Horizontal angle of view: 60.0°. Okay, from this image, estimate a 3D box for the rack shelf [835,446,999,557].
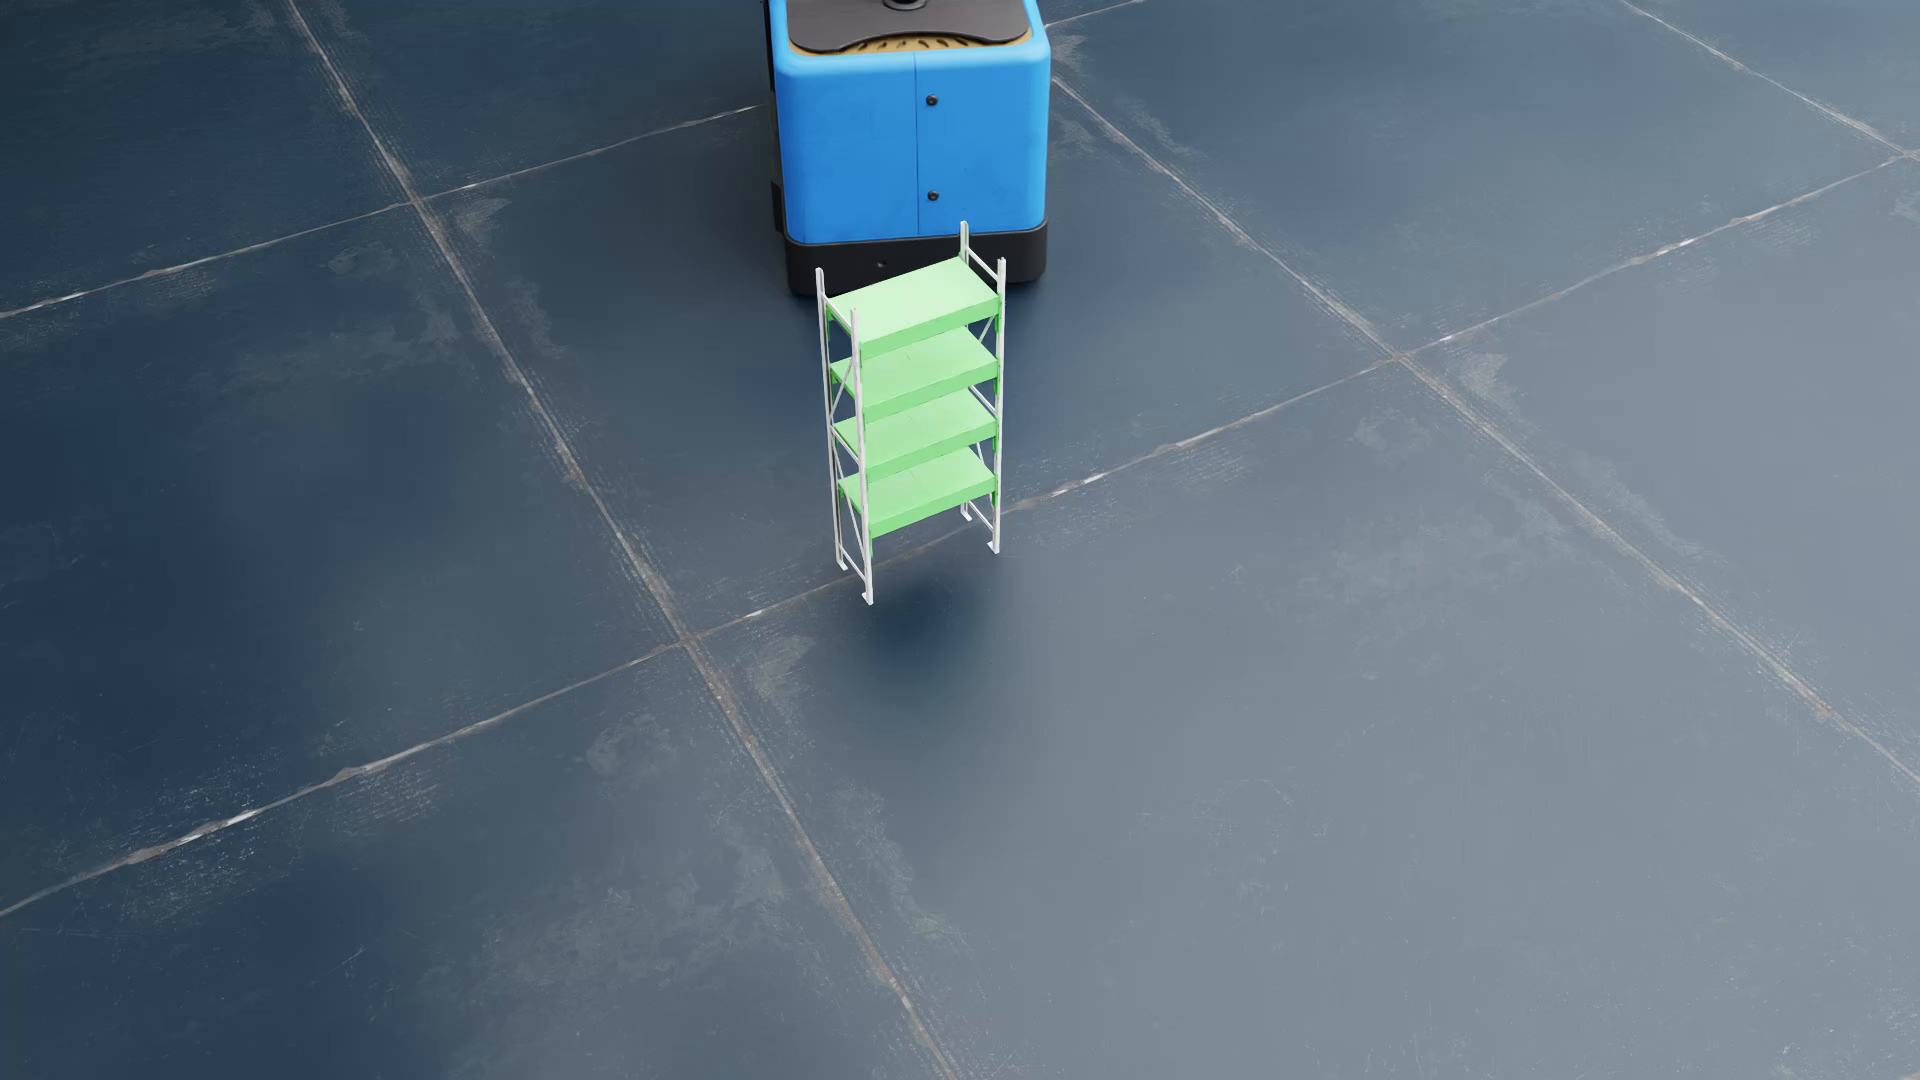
[{"bbox_3d":[-0.144,-0.155,5.485,0.480,0.148,0.258,-22,48,-21],"label":"rack shelf"}]

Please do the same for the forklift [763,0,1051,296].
[{"bbox_3d":[-0.333,-3.056,6.795,1.130,2.935,3.031,-5,44,-5],"label":"forklift"}]

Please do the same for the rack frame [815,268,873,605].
[{"bbox_3d":[-0.355,-0.288,5.186,0.015,1.200,0.240,-22,48,-21],"label":"rack frame"}]

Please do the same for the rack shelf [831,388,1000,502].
[{"bbox_3d":[-0.144,-0.327,5.317,0.480,0.148,0.258,-22,48,-21],"label":"rack shelf"}]

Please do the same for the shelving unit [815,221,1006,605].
[{"bbox_3d":[-0.144,-0.373,5.273,0.503,1.200,0.258,-22,48,-21],"label":"shelving unit"}]

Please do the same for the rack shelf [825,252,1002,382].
[{"bbox_3d":[-0.144,-0.672,4.983,0.480,0.148,0.258,-22,48,-21],"label":"rack shelf"}]

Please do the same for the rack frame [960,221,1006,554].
[{"bbox_3d":[0.068,-0.458,5.360,0.015,1.200,0.240,-22,48,-21],"label":"rack frame"}]

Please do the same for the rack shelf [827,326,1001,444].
[{"bbox_3d":[-0.144,-0.500,5.150,0.480,0.148,0.258,-22,48,-21],"label":"rack shelf"}]
